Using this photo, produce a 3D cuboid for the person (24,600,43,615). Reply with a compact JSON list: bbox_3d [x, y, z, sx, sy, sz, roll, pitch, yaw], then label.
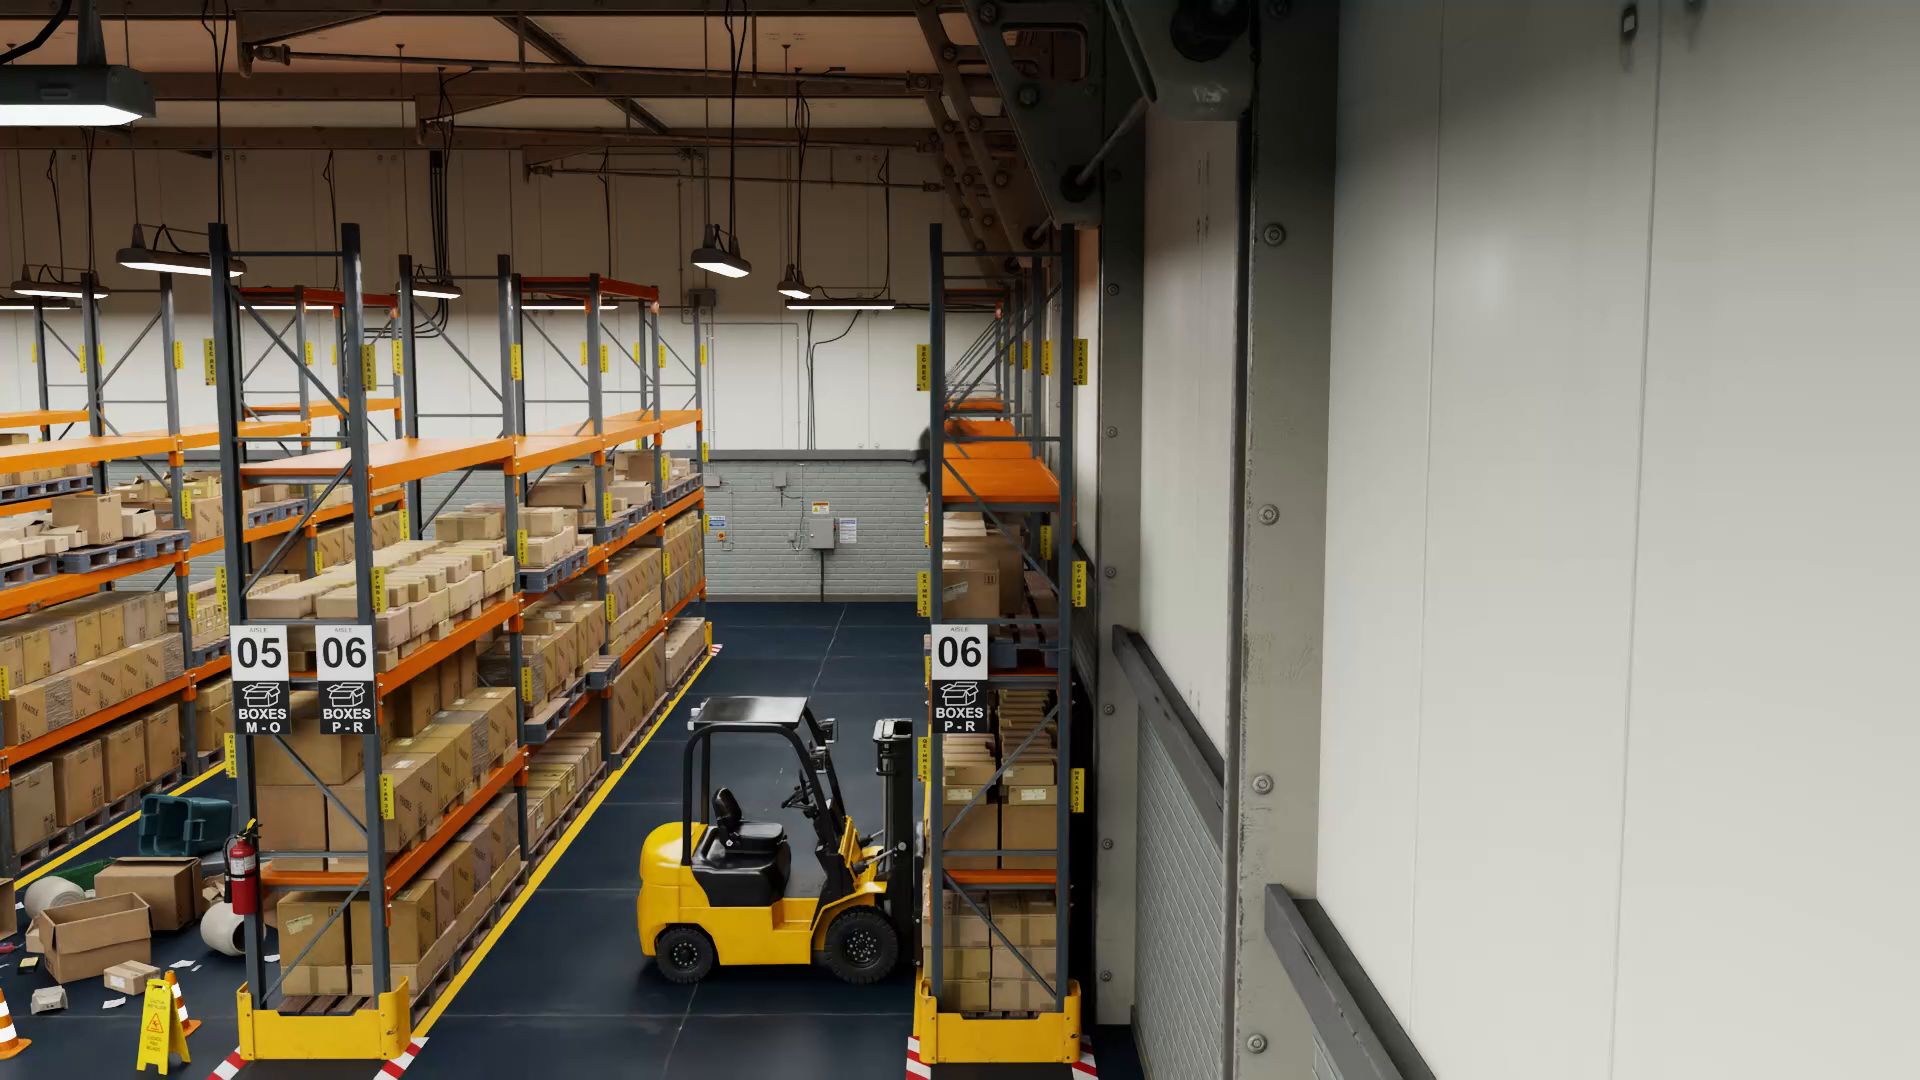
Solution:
[{"bbox_3d":[-12.756,1.627,22.919,0.640,1.760,0.645,-1,7,-6],"label":"person"}]
